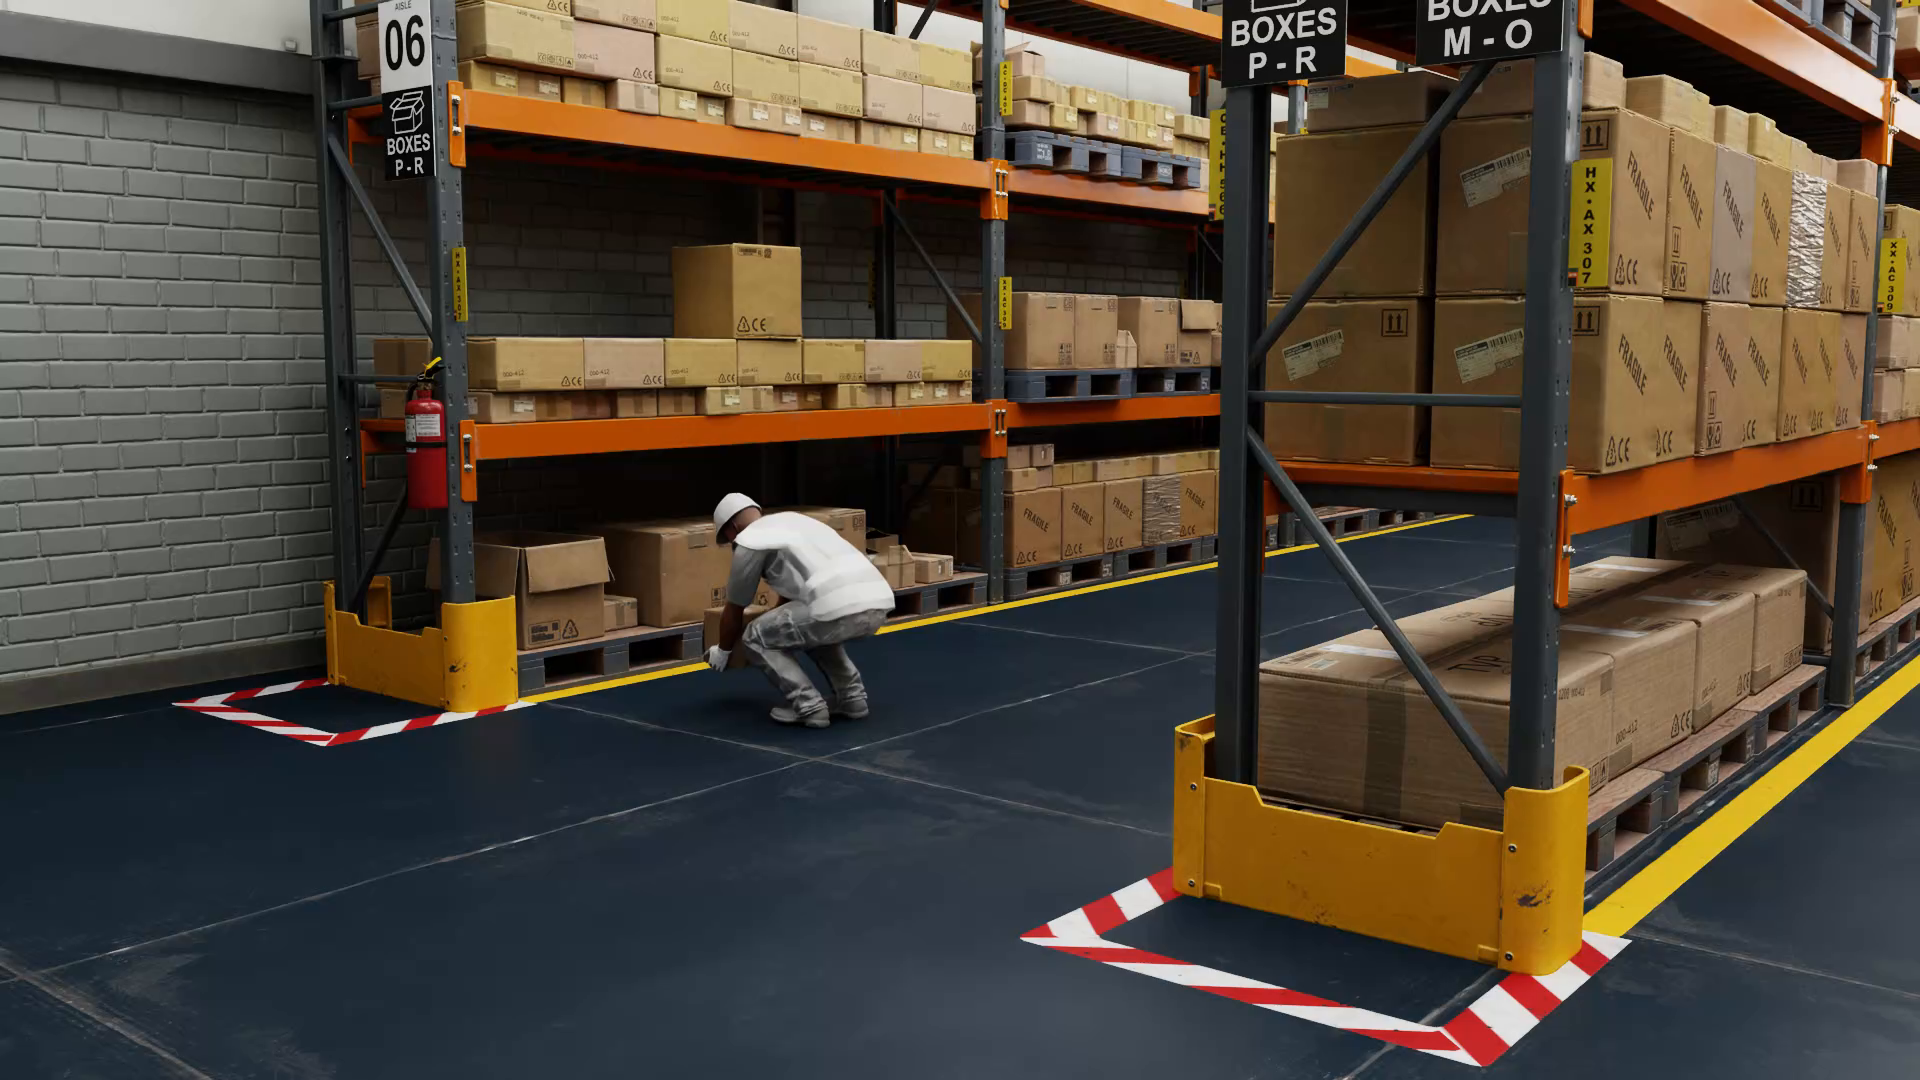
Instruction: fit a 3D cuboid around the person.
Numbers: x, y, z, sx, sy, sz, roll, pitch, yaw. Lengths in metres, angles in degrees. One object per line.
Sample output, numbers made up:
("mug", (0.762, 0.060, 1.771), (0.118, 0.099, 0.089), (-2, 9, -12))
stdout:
("person", (-0.749, 0.302, 7.474), (0.930, 1.000, 0.556), (5, 8, 37))
